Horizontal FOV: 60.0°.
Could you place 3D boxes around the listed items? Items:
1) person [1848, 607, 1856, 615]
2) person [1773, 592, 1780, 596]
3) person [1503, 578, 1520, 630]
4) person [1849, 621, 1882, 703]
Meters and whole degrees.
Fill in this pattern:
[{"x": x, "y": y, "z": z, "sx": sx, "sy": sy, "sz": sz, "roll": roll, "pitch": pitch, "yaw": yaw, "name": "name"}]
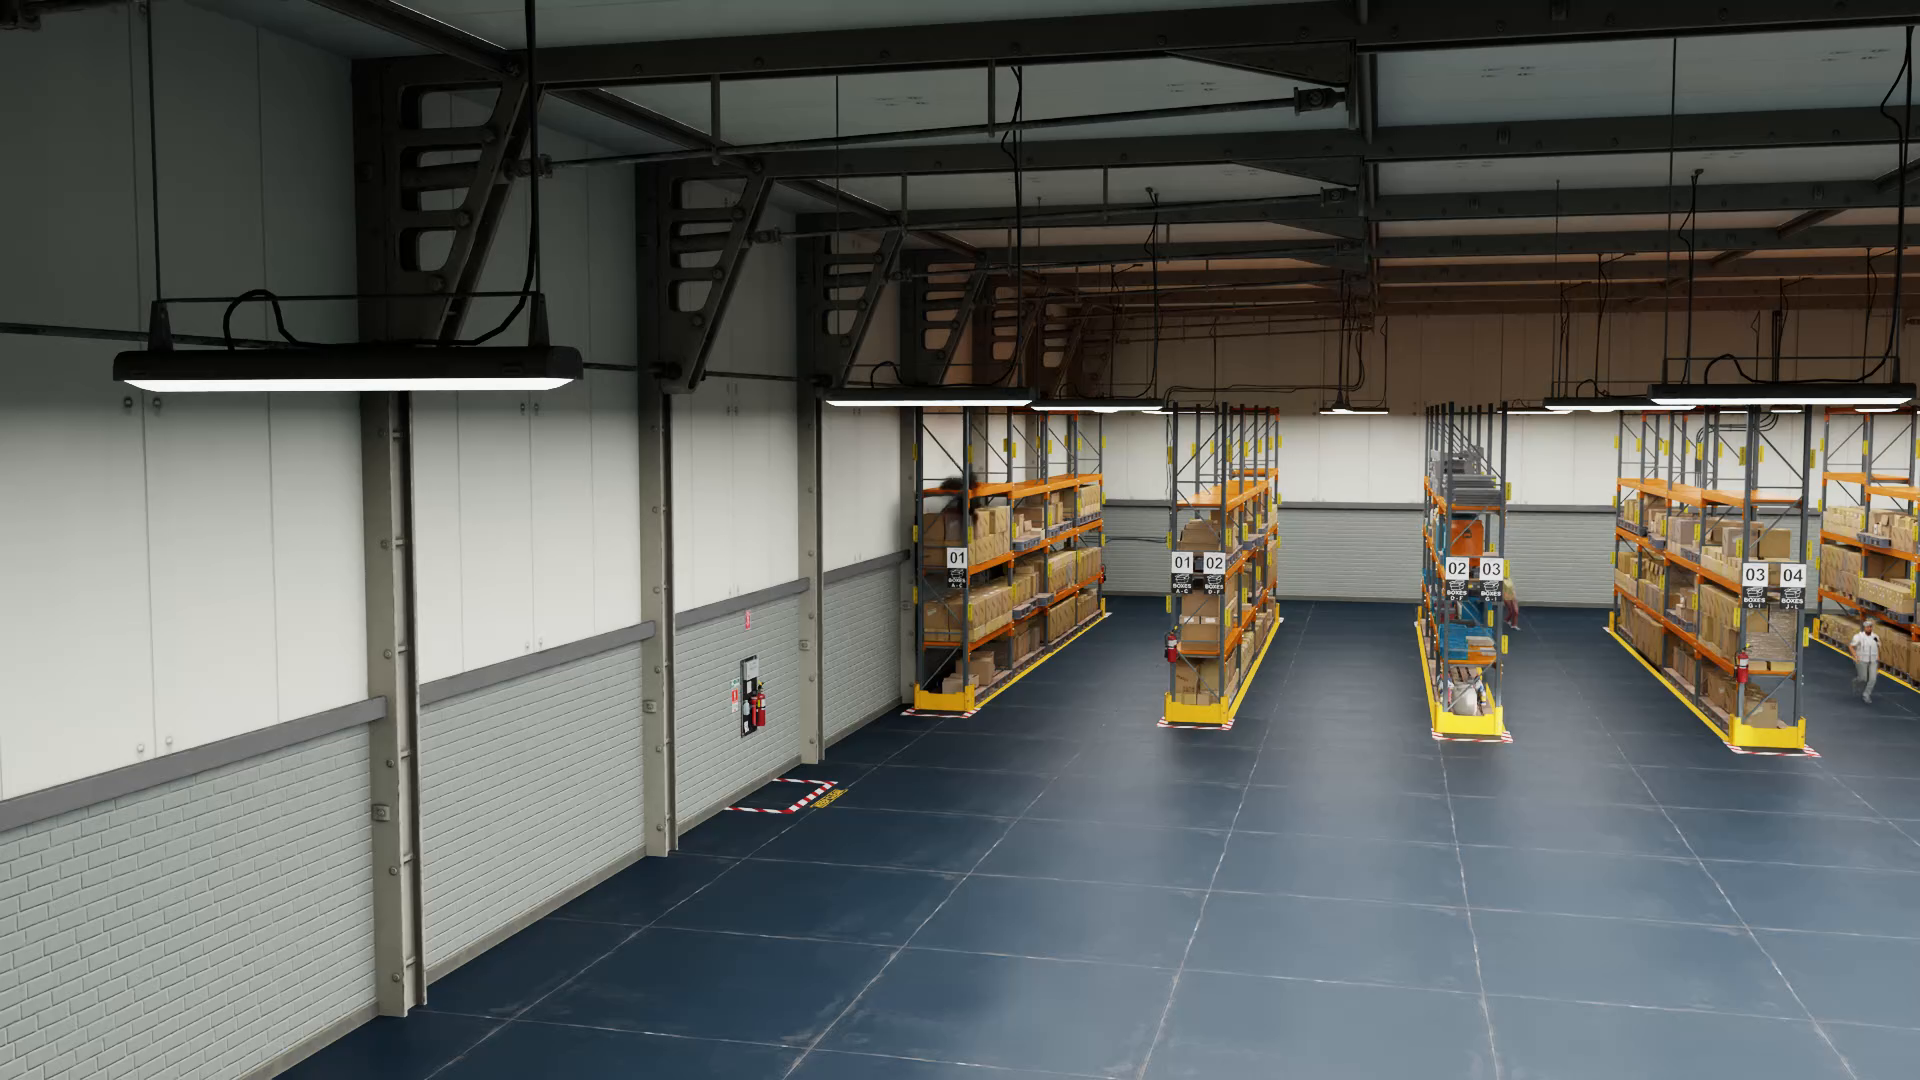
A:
[{"x": 23.680, "y": 1.632, "z": 43.807, "sx": 0.779, "sy": 1.715, "sz": 0.506, "roll": -3, "pitch": 5, "yaw": -37, "name": "person"}, {"x": 21.718, "y": 1.595, "z": 43.847, "sx": 0.890, "sy": 1.793, "sz": 0.723, "roll": -3, "pitch": 5, "yaw": -38, "name": "person"}, {"x": 14.814, "y": 1.604, "z": 45.010, "sx": 0.617, "sy": 1.623, "sz": 0.645, "roll": -1, "pitch": 4, "yaw": -17, "name": "person"}, {"x": 18.324, "y": 2.443, "z": 33.629, "sx": 0.614, "sy": 1.631, "sz": 0.575, "roll": 1, "pitch": 4, "yaw": 10, "name": "person"}]
